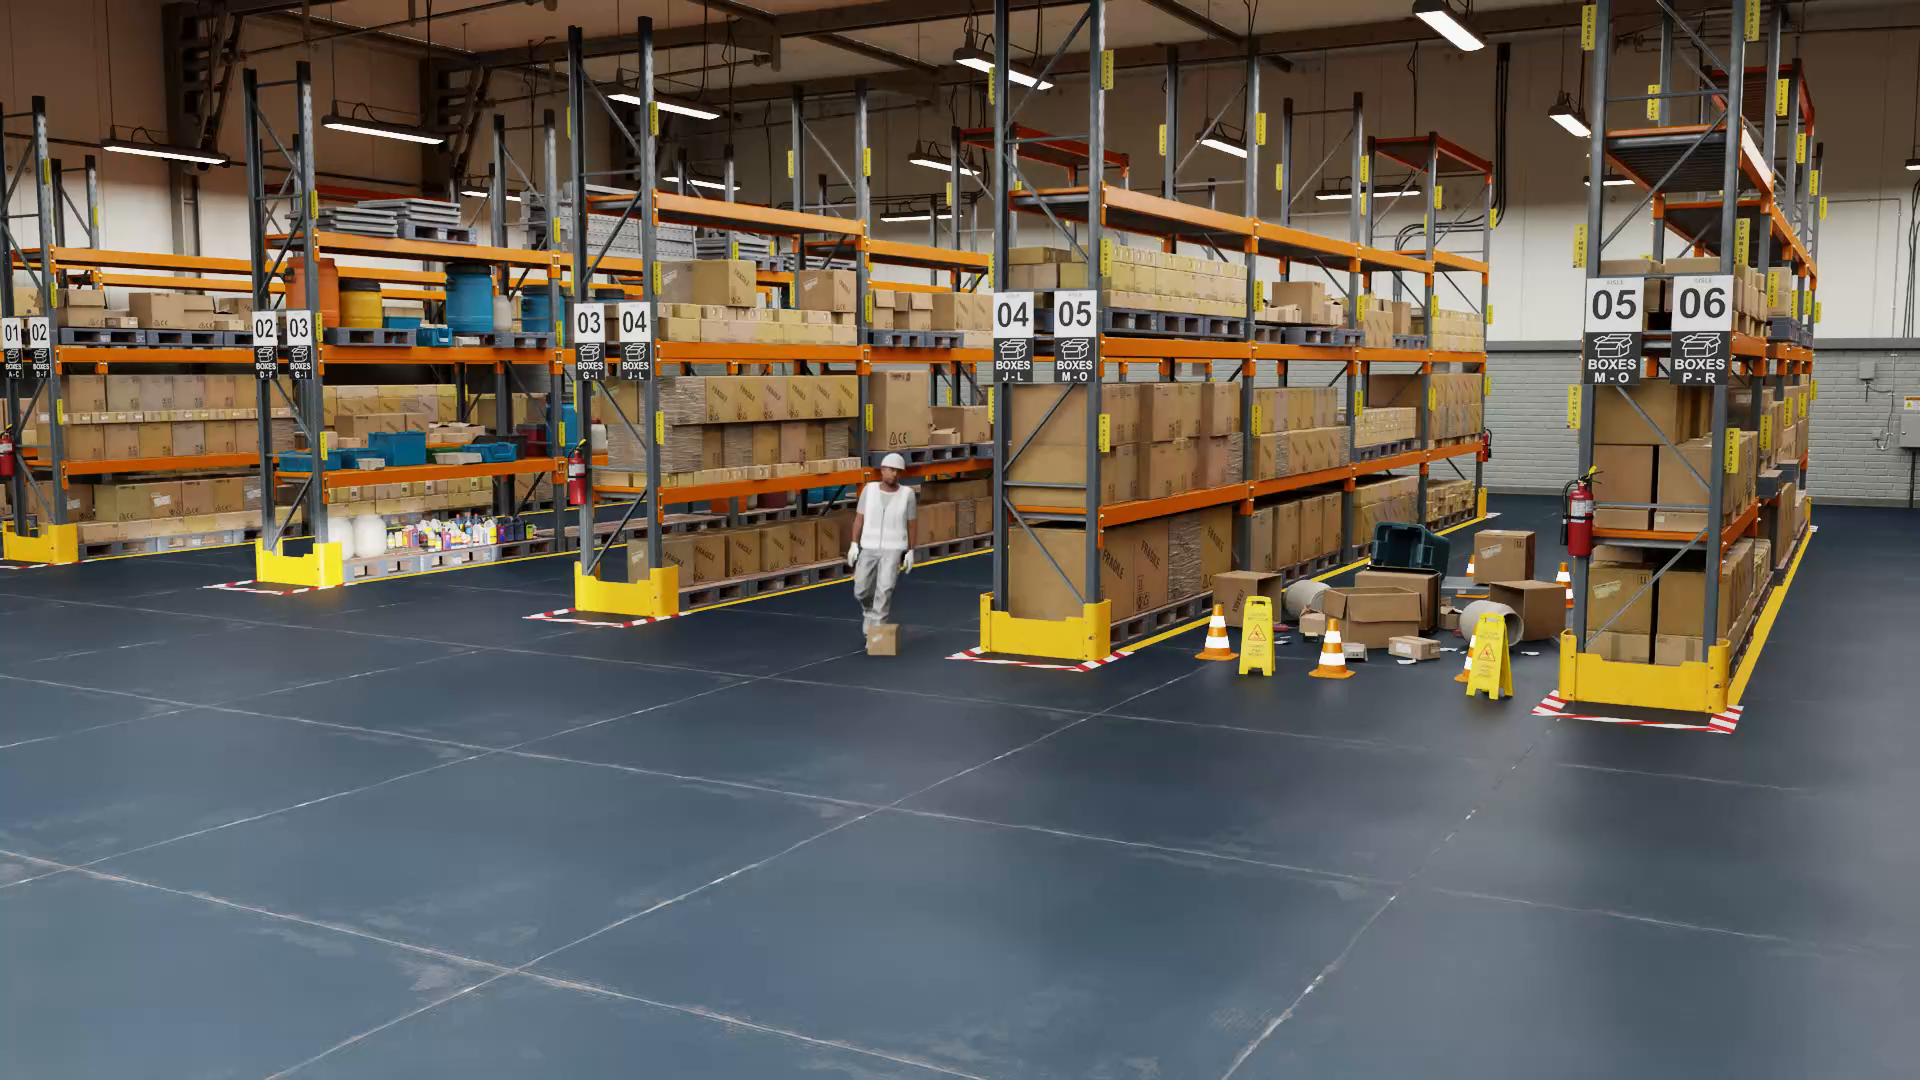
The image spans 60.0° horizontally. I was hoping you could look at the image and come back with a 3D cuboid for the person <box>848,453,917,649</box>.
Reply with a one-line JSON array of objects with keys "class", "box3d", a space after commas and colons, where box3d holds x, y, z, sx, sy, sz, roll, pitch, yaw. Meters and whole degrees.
[{"class": "person", "box3d": [-0.703, 0.086, 15.030, 0.619, 1.750, 0.749, 1, 6, 8]}]
